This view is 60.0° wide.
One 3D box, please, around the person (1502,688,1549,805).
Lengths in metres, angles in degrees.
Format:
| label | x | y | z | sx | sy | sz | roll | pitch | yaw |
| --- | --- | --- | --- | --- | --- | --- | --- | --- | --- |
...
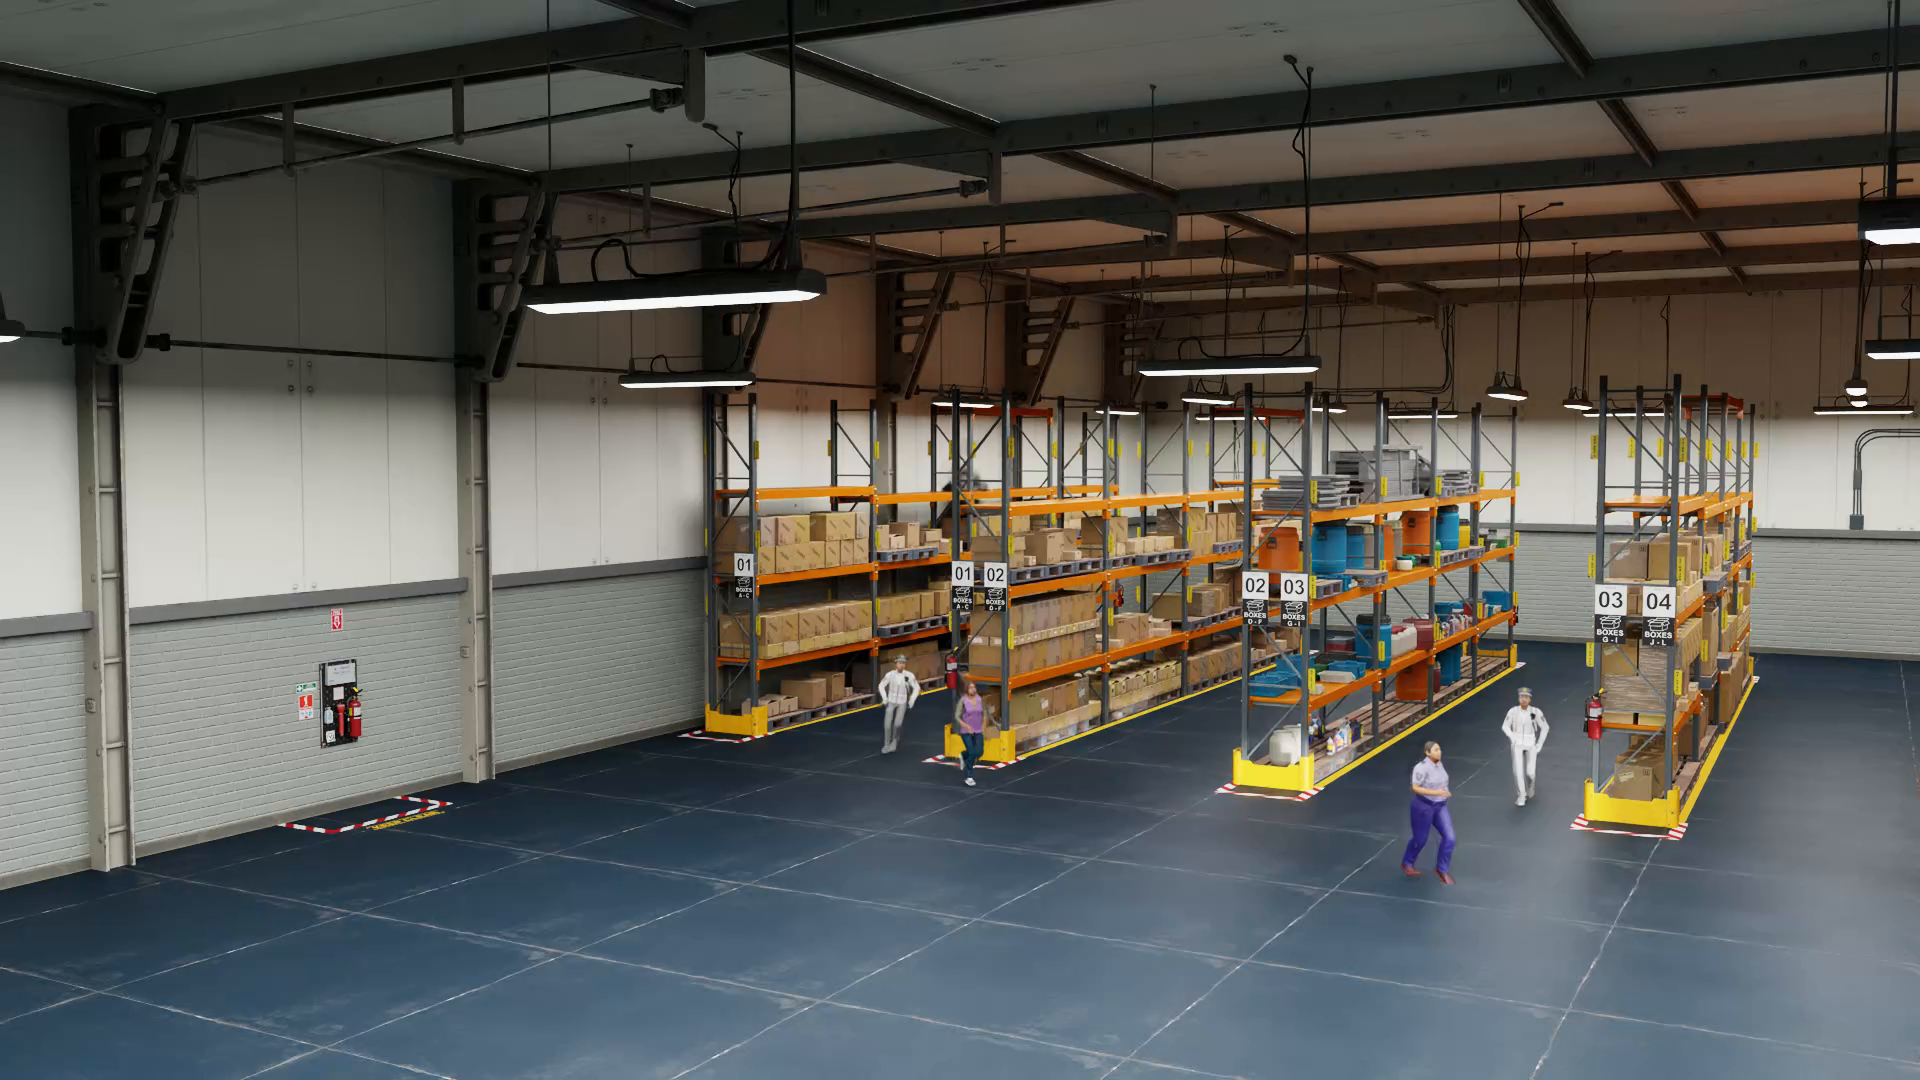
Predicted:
| label | x | y | z | sx | sy | sz | roll | pitch | yaw |
| --- | --- | --- | --- | --- | --- | --- | --- | --- | --- |
| person | 7.963 | 2.906 | 23.467 | 0.623 | 1.664 | 0.534 | 1 | 3 | 25 |

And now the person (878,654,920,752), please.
| label | x | y | z | sx | sy | sz | roll | pitch | yaw |
| --- | --- | --- | --- | --- | --- | --- | --- | --- | --- |
| person | -1.021 | 2.701 | 27.410 | 0.673 | 1.643 | 0.561 | 0 | 3 | 6 |

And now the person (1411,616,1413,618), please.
| label | x | y | z | sx | sy | sz | roll | pitch | yaw |
| --- | --- | --- | --- | --- | --- | --- | --- | --- | --- |
| person | 11.118 | 2.861 | 24.618 | 2.016 | 1.665 | 18.713 | -1 | 3 | -18 |

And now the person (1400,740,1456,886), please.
| label | x | y | z | sx | sy | sz | roll | pitch | yaw |
| --- | --- | --- | --- | --- | --- | --- | --- | --- | --- |
| person | 5.417 | 3.159 | 19.236 | 0.587 | 1.706 | 0.744 | -2 | 4 | -31 |

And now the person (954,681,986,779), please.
| label | x | y | z | sx | sy | sz | roll | pitch | yaw |
| --- | --- | --- | --- | --- | --- | --- | --- | --- | --- |
| person | 0.173 | 2.846 | 24.905 | 0.566 | 1.493 | 0.579 | -2 | 3 | -26 |
